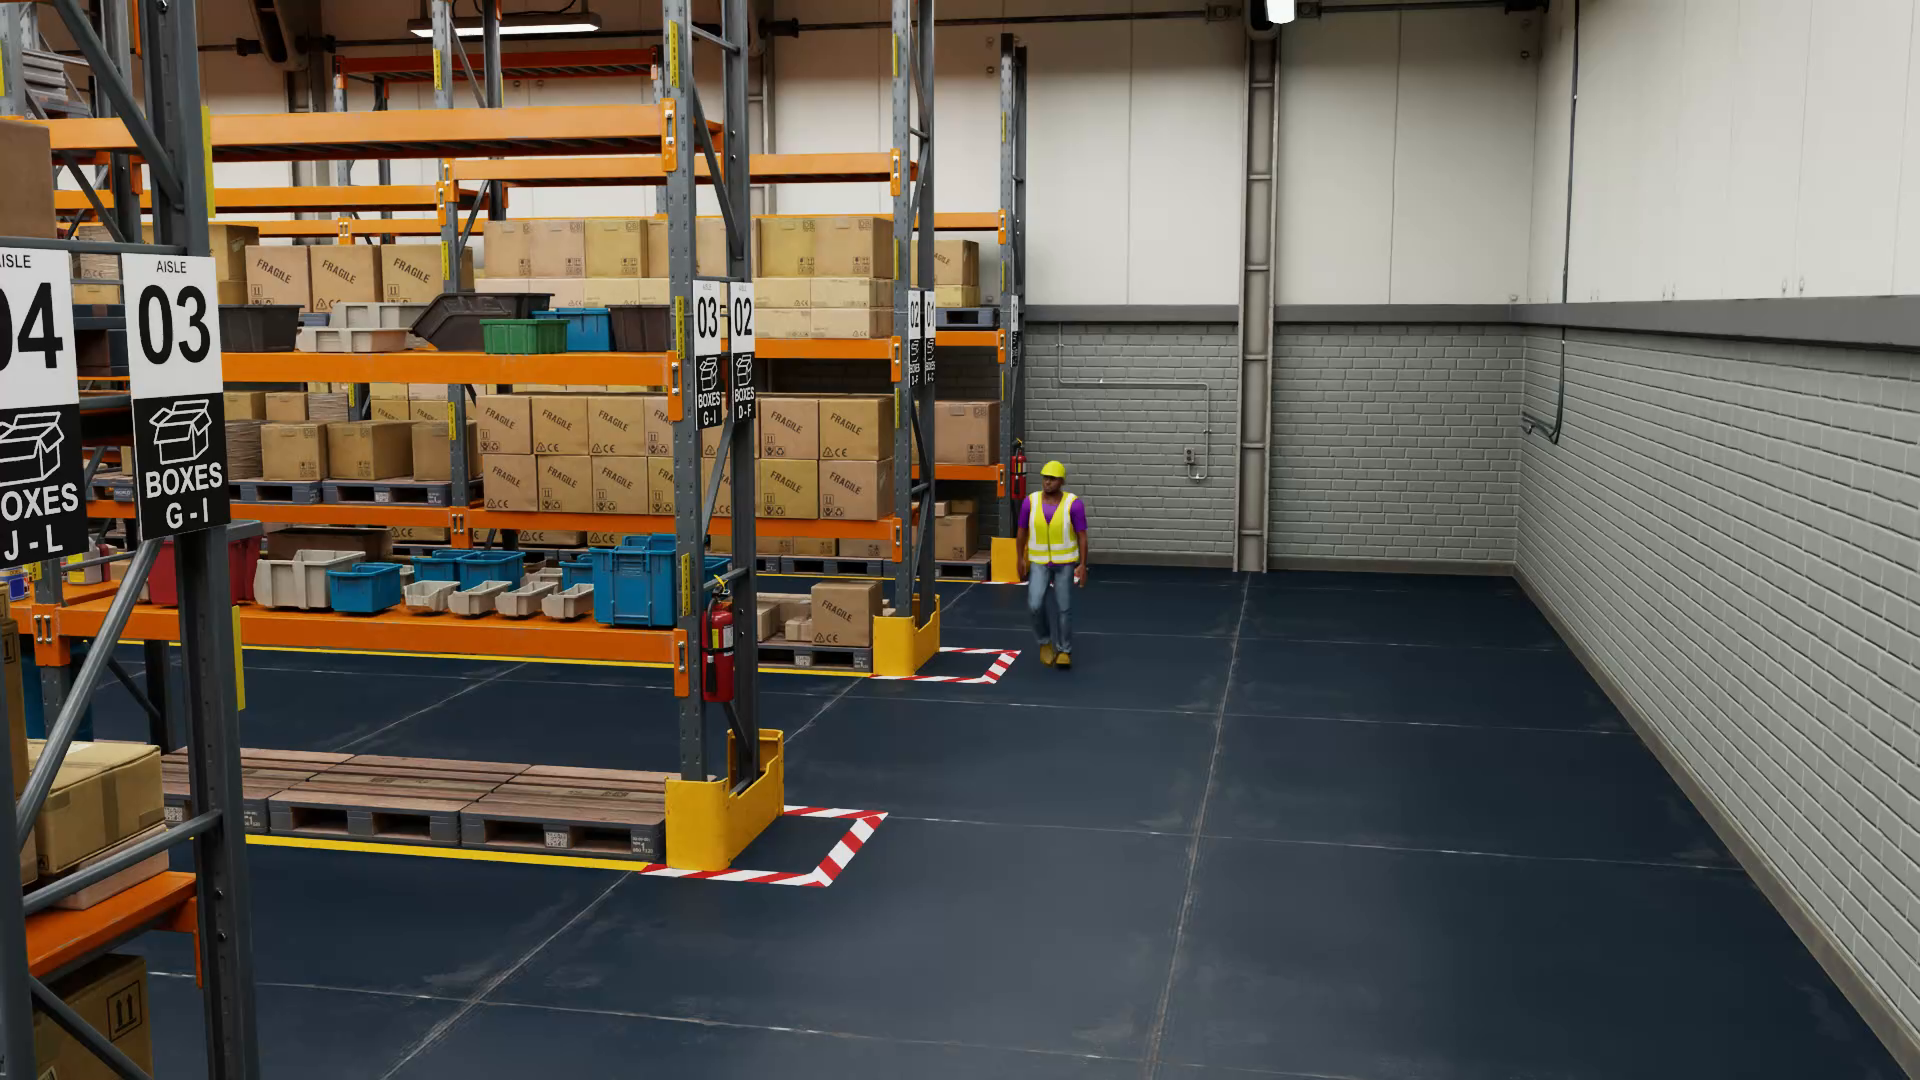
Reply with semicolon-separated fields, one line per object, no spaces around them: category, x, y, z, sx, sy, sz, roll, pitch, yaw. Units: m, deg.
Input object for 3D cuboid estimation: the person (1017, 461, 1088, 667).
person;0.778;0.210;14.113;0.636;1.775;0.463;2;8;12
